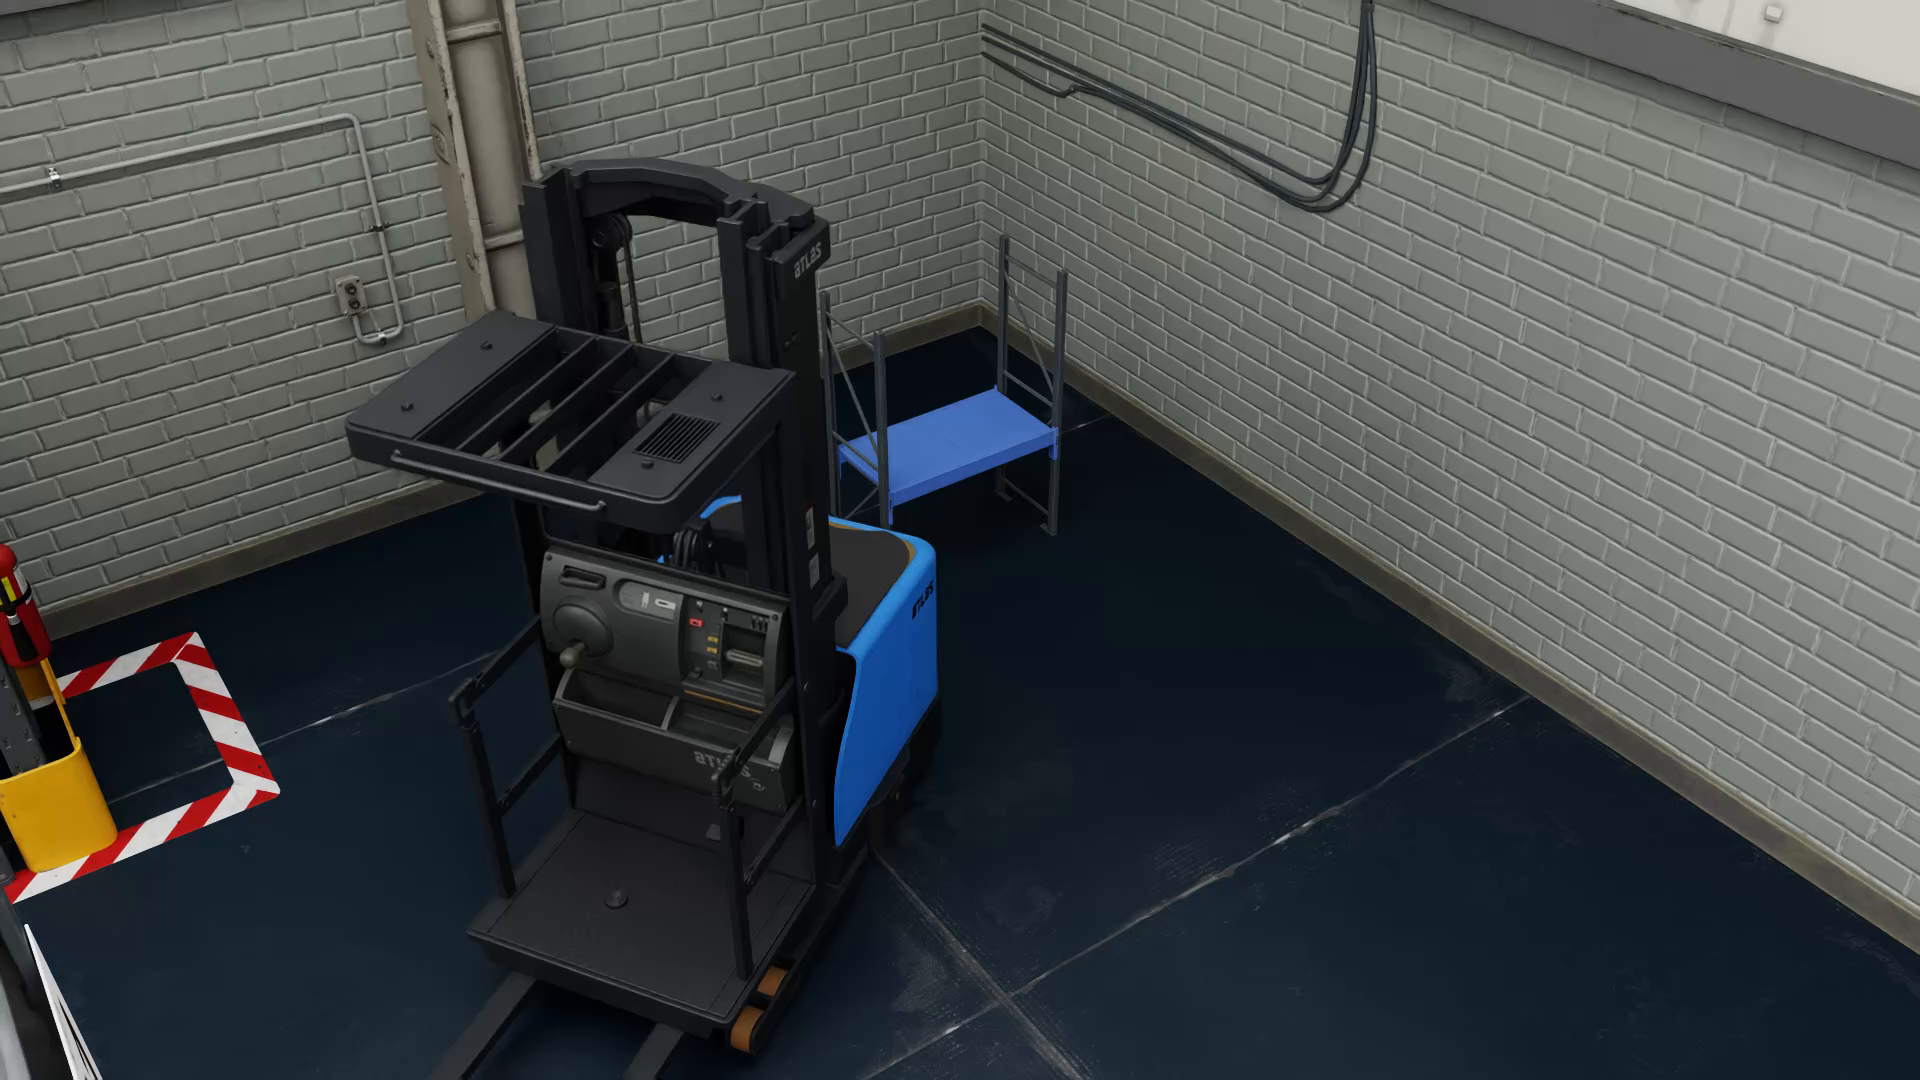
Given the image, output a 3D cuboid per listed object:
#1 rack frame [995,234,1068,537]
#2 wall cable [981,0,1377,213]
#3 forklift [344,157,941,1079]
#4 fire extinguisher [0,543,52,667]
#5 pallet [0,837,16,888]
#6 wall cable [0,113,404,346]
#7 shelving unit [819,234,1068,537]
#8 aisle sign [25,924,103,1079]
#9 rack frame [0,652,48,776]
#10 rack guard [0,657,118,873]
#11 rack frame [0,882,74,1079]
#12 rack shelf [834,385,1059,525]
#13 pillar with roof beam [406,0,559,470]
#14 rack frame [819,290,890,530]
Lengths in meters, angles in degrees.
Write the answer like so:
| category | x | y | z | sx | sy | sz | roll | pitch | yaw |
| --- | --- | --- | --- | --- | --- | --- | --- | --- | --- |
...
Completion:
| category | x | y | z | sx | sy | sz | roll | pitch | yaw |
| --- | --- | --- | --- | --- | --- | --- | --- | --- | --- |
| rack frame | 0.346 | -0.751 | 8.323 | 0.032 | 1.500 | 0.500 | -22 | 41 | -28 |
| wall cable | 0.884 | -3.096 | 7.821 | 0.112 | 2.526 | 3.097 | -22 | 41 | -28 |
| forklift | -1.109 | 0.373 | 5.535 | 1.130 | 2.935 | 3.031 | 13 | 38 | 18 |
| fire extinguisher | -3.556 | 0.163 | 6.154 | 0.183 | 0.674 | 0.296 | -22 | 41 | -28 |
| pallet | -4.553 | 1.249 | 6.646 | 1.213 | 0.211 | 1.003 | -22 | 41 | -28 |
| wall cable | -3.443 | -1.484 | 7.188 | 1.851 | 1.984 | 0.084 | -22 | 41 | -28 |
| shelving unit | -0.070 | -0.580 | 8.086 | 1.048 | 1.500 | 0.538 | -22 | 41 | -28 |
| aisle sign | -1.201 | 0.955 | 2.440 | 0.004 | 0.787 | 0.394 | -22 | 41 | -28 |
| rack frame | -3.945 | -0.189 | 6.258 | 0.127 | 3.000 | 1.000 | -22 | 41 | -28 |
| rack guard | -3.925 | 0.817 | 6.999 | 0.348 | 0.500 | 1.175 | -22 | 41 | -28 |
| rack frame | -1.088 | -0.262 | 1.221 | 0.127 | 3.000 | 1.000 | -22 | 41 | -28 |
| rack shelf | -0.070 | -0.434 | 8.191 | 1.000 | 0.185 | 0.538 | -22 | 41 | -28 |
| pillar with roof beam | 0.244 | -1.891 | 3.486 | 0.400 | 9.000 | 9.100 | -22 | 41 | -28 |
| rack frame | -0.485 | -0.409 | 7.848 | 0.032 | 1.500 | 0.500 | -22 | 41 | -28 |
